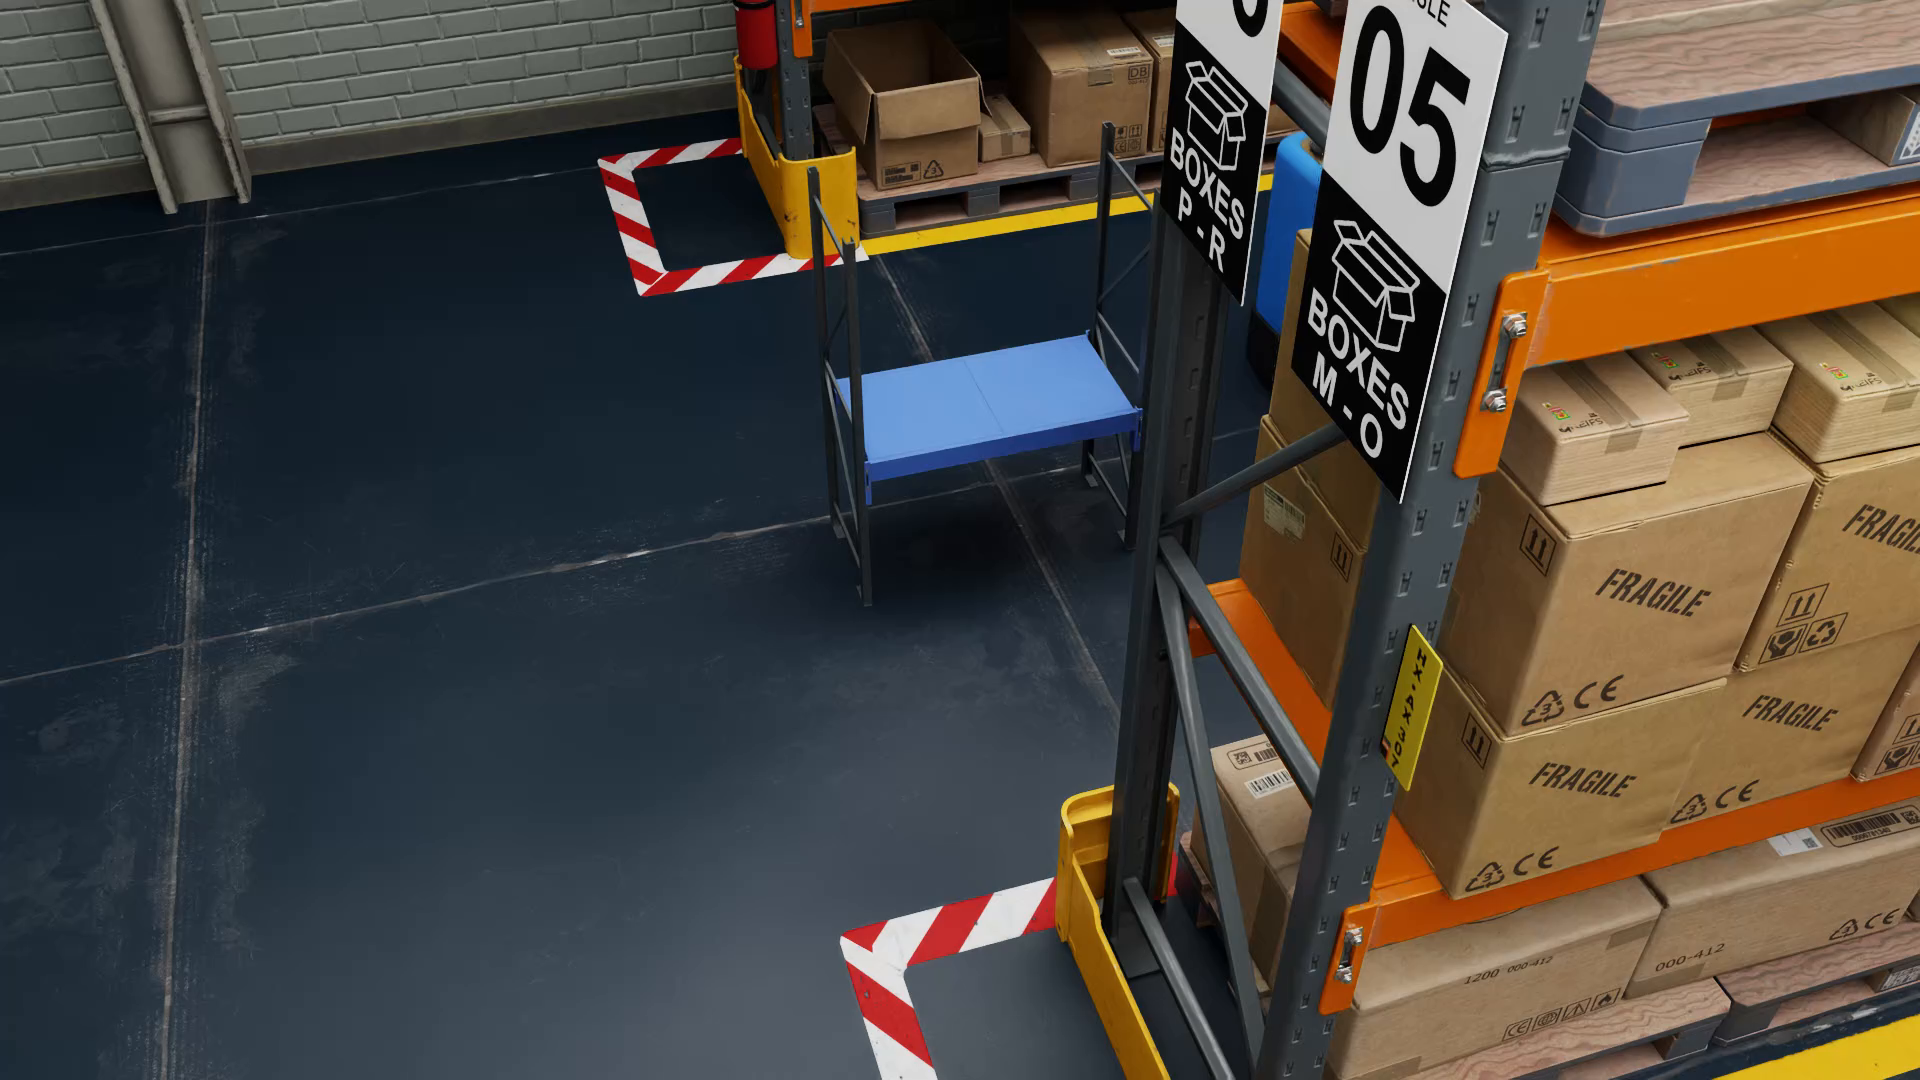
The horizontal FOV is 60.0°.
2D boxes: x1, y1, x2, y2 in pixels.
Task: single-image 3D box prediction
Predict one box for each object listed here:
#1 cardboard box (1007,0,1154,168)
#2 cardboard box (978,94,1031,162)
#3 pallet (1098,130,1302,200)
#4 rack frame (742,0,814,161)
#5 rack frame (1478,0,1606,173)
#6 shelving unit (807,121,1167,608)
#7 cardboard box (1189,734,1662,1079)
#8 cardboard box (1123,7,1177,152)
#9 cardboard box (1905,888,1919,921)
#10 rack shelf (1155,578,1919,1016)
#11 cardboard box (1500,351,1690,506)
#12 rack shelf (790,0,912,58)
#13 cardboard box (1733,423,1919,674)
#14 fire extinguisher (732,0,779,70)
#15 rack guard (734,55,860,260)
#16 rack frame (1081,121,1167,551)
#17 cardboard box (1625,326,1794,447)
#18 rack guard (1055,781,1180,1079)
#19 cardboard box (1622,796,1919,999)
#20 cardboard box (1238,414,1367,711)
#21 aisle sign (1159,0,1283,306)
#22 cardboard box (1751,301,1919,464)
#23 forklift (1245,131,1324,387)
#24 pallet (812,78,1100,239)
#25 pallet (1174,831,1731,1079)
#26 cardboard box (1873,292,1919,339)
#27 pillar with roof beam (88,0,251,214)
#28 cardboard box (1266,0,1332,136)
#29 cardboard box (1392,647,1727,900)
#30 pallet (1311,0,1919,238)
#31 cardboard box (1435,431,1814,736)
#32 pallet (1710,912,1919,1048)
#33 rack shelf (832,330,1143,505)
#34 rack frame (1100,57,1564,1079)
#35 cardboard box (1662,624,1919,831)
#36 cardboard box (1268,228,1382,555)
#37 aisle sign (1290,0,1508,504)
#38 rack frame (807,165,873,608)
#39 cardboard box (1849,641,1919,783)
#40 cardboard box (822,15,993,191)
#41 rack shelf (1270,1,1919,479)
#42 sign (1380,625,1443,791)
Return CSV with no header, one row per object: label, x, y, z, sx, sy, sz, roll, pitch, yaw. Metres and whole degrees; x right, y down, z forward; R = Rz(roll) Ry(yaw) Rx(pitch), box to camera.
cardboard box,0.571,-2.233,8.106,0.500,0.500,0.700,-10,42,-11
cardboard box,0.161,-2.015,8.125,0.250,0.149,0.380,-13,43,-15
pallet,1.127,-2.172,8.575,1.213,0.211,1.003,-12,42,-13
rack frame,-0.868,-2.810,7.186,0.127,3.000,1.000,-12,42,-13
rack frame,0.627,-1.955,1.648,0.127,3.000,1.000,-12,42,-13
shelving unit,0.081,-0.582,5.776,1.048,1.500,0.538,-12,42,-13
cardboard box,1.226,0.918,4.548,0.875,0.438,0.875,-13,43,-15
cardboard box,1.106,-2.274,8.154,0.500,0.500,0.500,-11,42,-12
cardboard box,2.957,0.554,4.964,0.875,0.438,0.875,-13,43,-14
rack shelf,2.535,0.180,4.311,4.000,0.370,1.077,-12,42,-13
cardboard box,1.049,-0.251,2.928,0.250,0.149,0.380,-11,42,-12
rack shelf,1.040,-2.934,7.876,4.000,0.370,1.077,-12,42,-13
cardboard box,1.661,-0.133,3.286,0.500,0.500,0.500,-13,43,-14
fire extinguisher,-0.869,-2.321,6.969,0.183,0.674,0.296,-12,42,-13
rack guard,-0.795,-1.884,8.026,0.348,0.500,1.175,-12,42,-13
rack frame,0.566,-0.682,5.891,0.032,1.500,0.500,-12,42,-13
cardboard box,1.277,-0.347,3.038,0.250,0.149,0.380,-11,42,-12
rack guard,0.604,1.250,4.439,0.348,0.500,1.175,-12,42,-13
cardboard box,2.097,0.732,4.761,0.875,0.438,0.875,-11,42,-12
cardboard box,1.008,0.005,3.888,0.500,0.500,0.500,-11,42,-13
aisle sign,0.465,-0.855,2.973,0.004,0.787,0.394,-12,42,-13
cardboard box,1.560,-0.327,3.015,0.250,0.149,0.380,-10,42,-12
forklift,2.779,-1.904,6.202,3.031,2.935,1.130,-14,43,-16
pallet,-0.035,-1.933,8.302,1.213,0.211,1.003,-12,42,-13
pallet,1.366,1.147,4.776,1.213,0.211,1.003,-12,42,-13
cardboard box,1.805,-0.390,3.087,0.250,0.149,0.380,-13,43,-14
pillar with roof beam,-2.417,-2.400,2.158,0.400,9.000,9.100,-12,42,-13
cardboard box,1.561,-2.438,8.341,0.500,0.500,0.700,-13,43,-15
cardboard box,1.171,0.352,3.491,0.500,0.500,0.500,-12,43,-13
pallet,1.331,-0.945,2.839,1.213,0.211,1.003,-12,42,-13
cardboard box,1.170,-0.026,3.164,0.500,0.500,0.500,-13,43,-14
pallet,2.528,0.909,5.050,1.213,0.211,1.003,-12,42,-13
rack shelf,0.081,-0.446,5.894,1.000,0.185,0.538,-12,42,-13
rack frame,0.627,0.304,3.622,0.127,3.000,1.000,-12,42,-13
cardboard box,1.645,0.234,3.626,0.500,0.500,0.500,-12,43,-14
cardboard box,1.015,-0.355,3.540,0.500,0.500,0.500,-10,42,-12
aisle sign,0.645,-0.479,2.542,0.004,0.787,0.394,-12,42,-13
rack frame,-0.403,-0.481,5.661,0.032,1.500,0.500,-12,42,-13
cardboard box,2.136,0.145,3.728,0.500,0.500,0.500,-12,43,-13
cardboard box,-0.256,-2.089,7.940,0.637,0.503,0.797,-13,43,-15
rack shelf,2.535,-0.950,3.324,4.000,0.370,1.077,-12,42,-13
sign,0.788,0.298,2.911,0.005,0.325,0.100,-12,42,-13
